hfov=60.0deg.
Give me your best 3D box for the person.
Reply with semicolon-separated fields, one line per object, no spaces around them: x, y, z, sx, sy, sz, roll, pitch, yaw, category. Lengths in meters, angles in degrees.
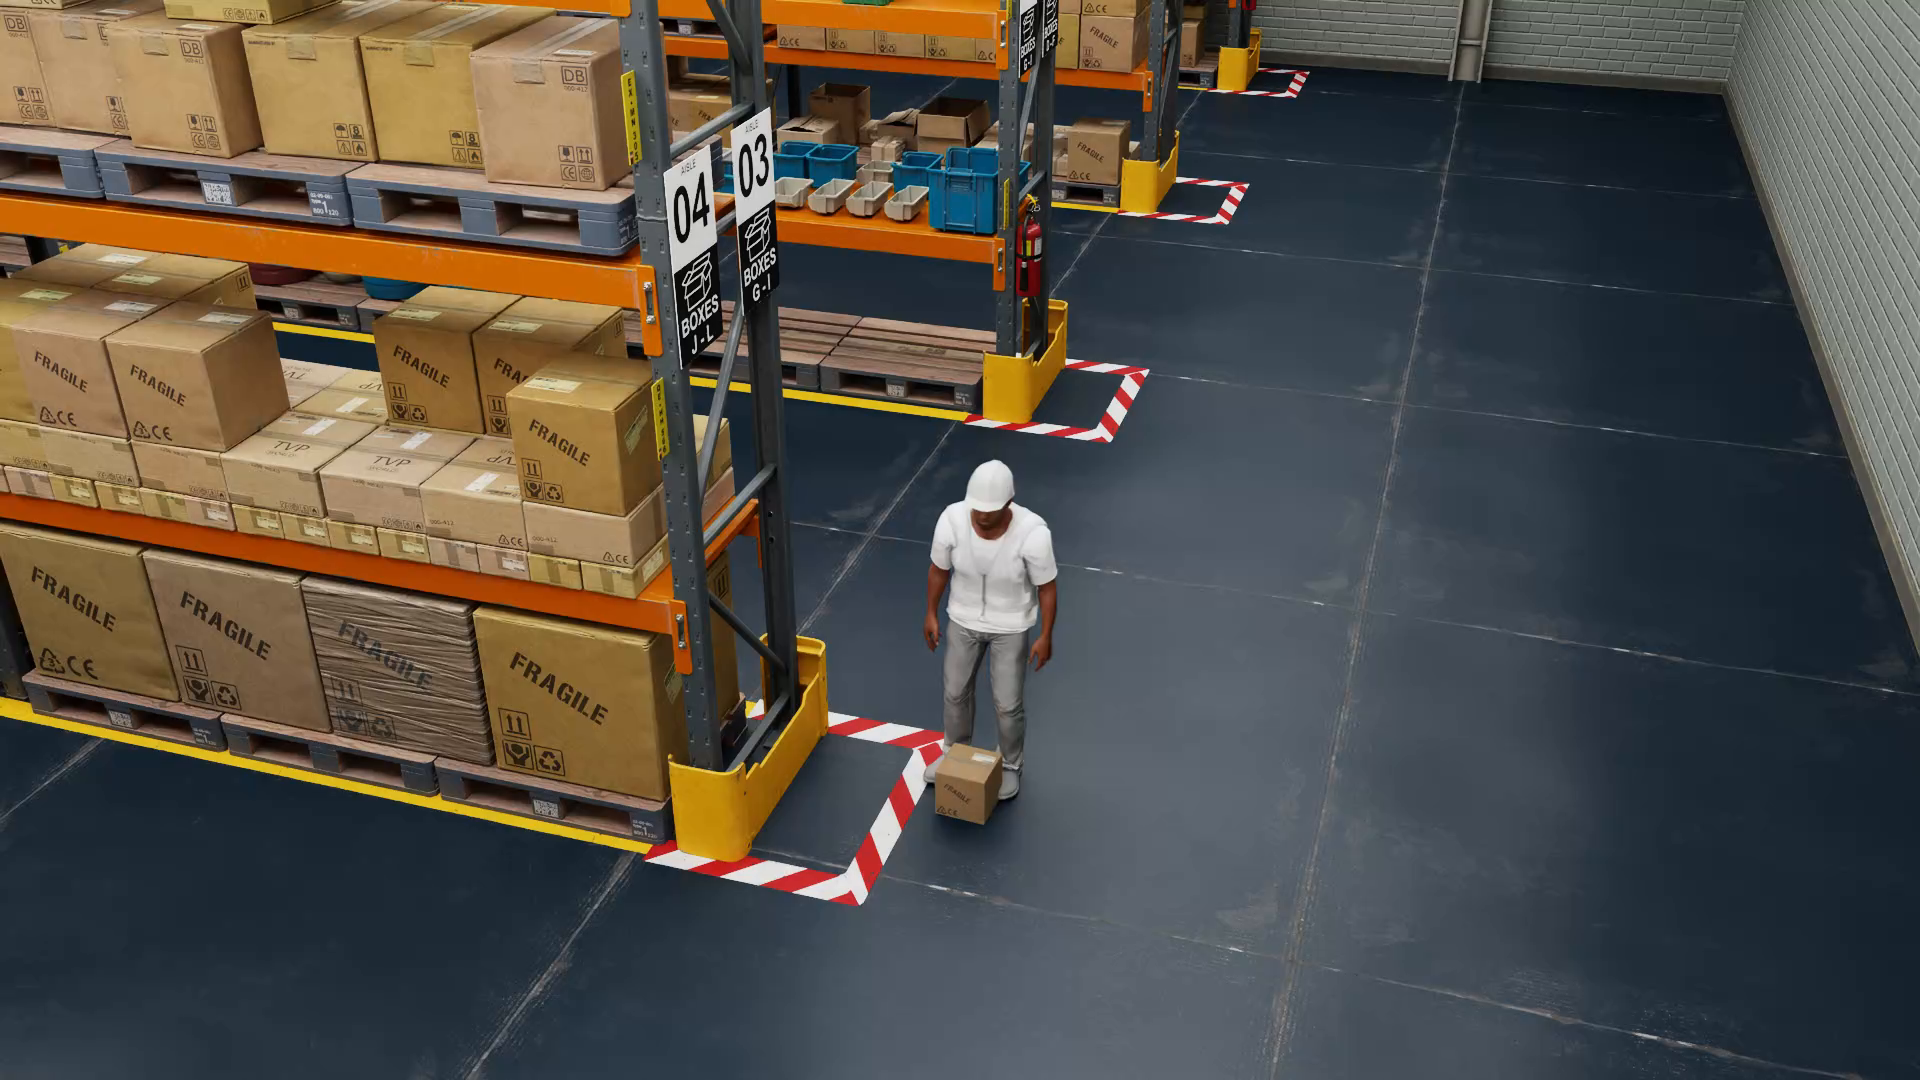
0.132;0.401;7.768;0.632;1.759;0.462;10;30;17;person
